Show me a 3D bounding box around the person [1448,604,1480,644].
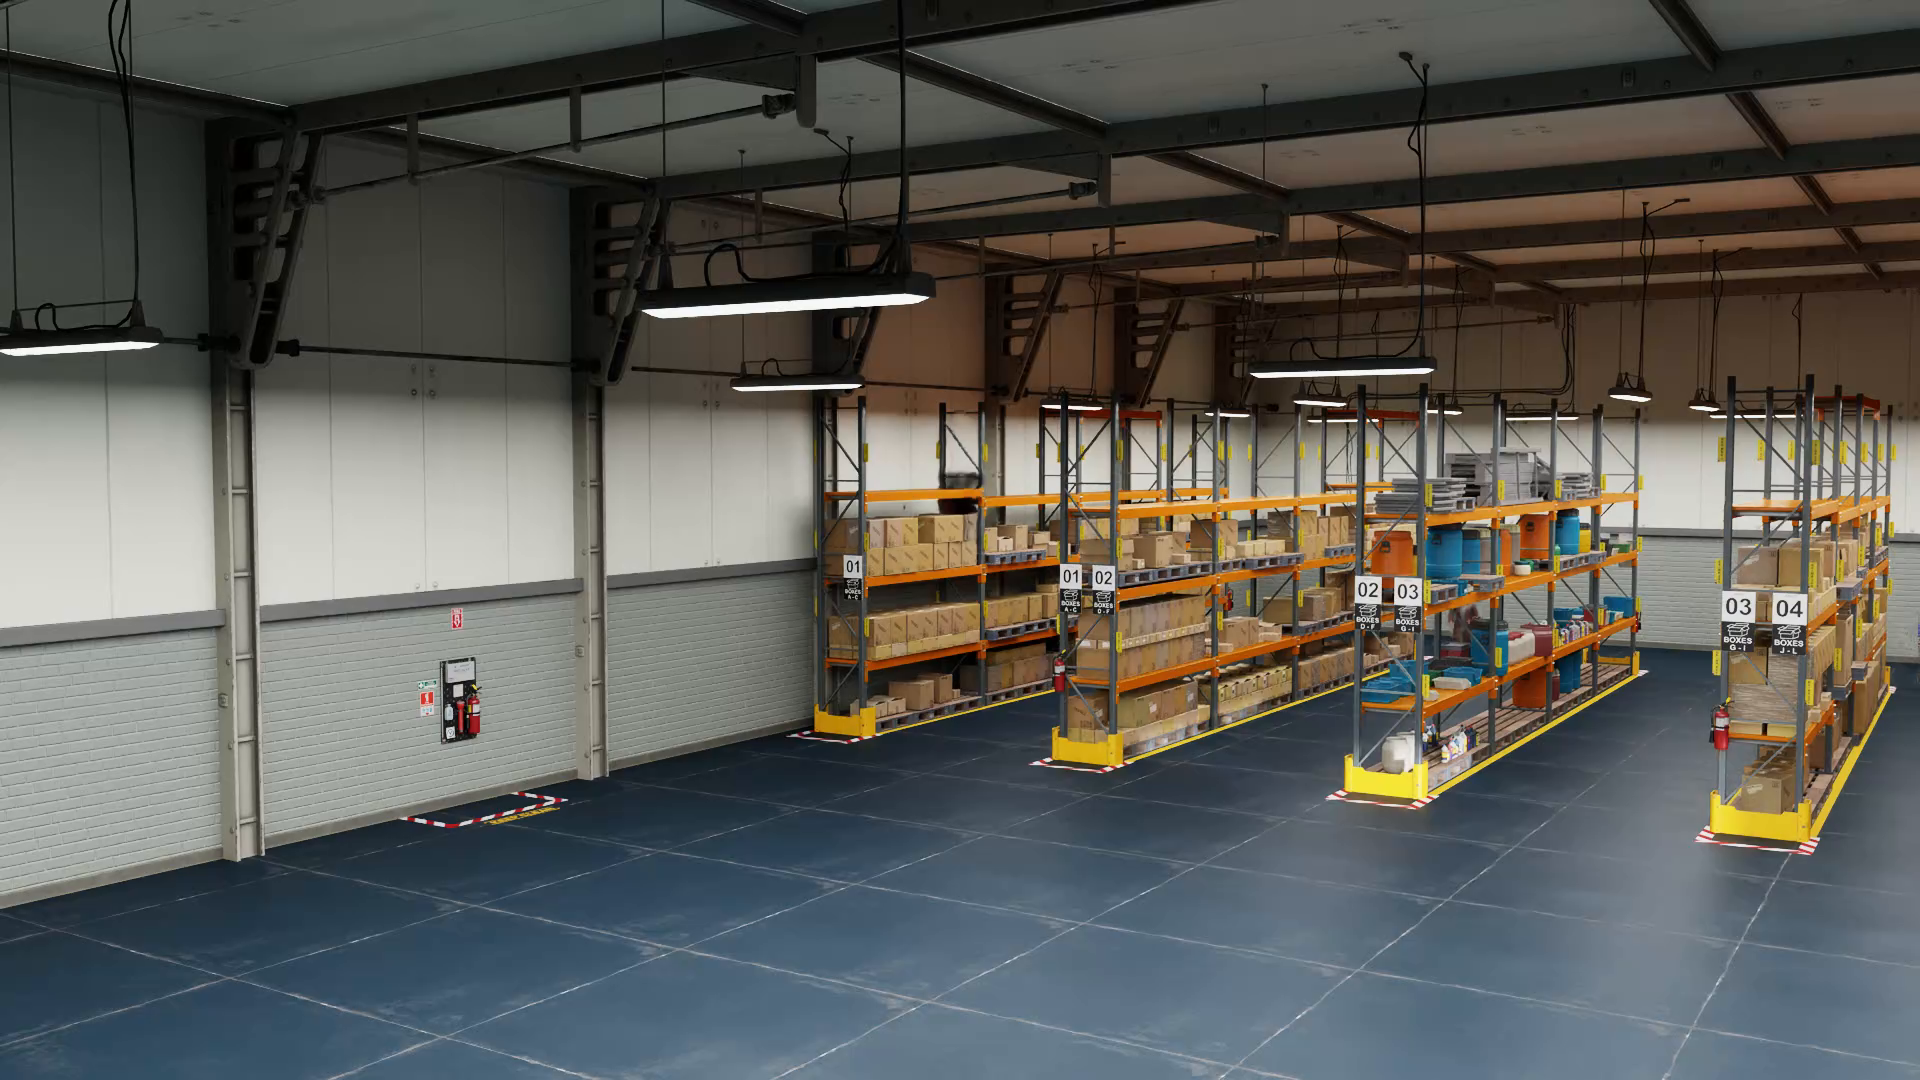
[{"bbox_3d":[11.653,2.099,38.503,0.717,1.773,1.019,1,3,21],"label":"person"}]
